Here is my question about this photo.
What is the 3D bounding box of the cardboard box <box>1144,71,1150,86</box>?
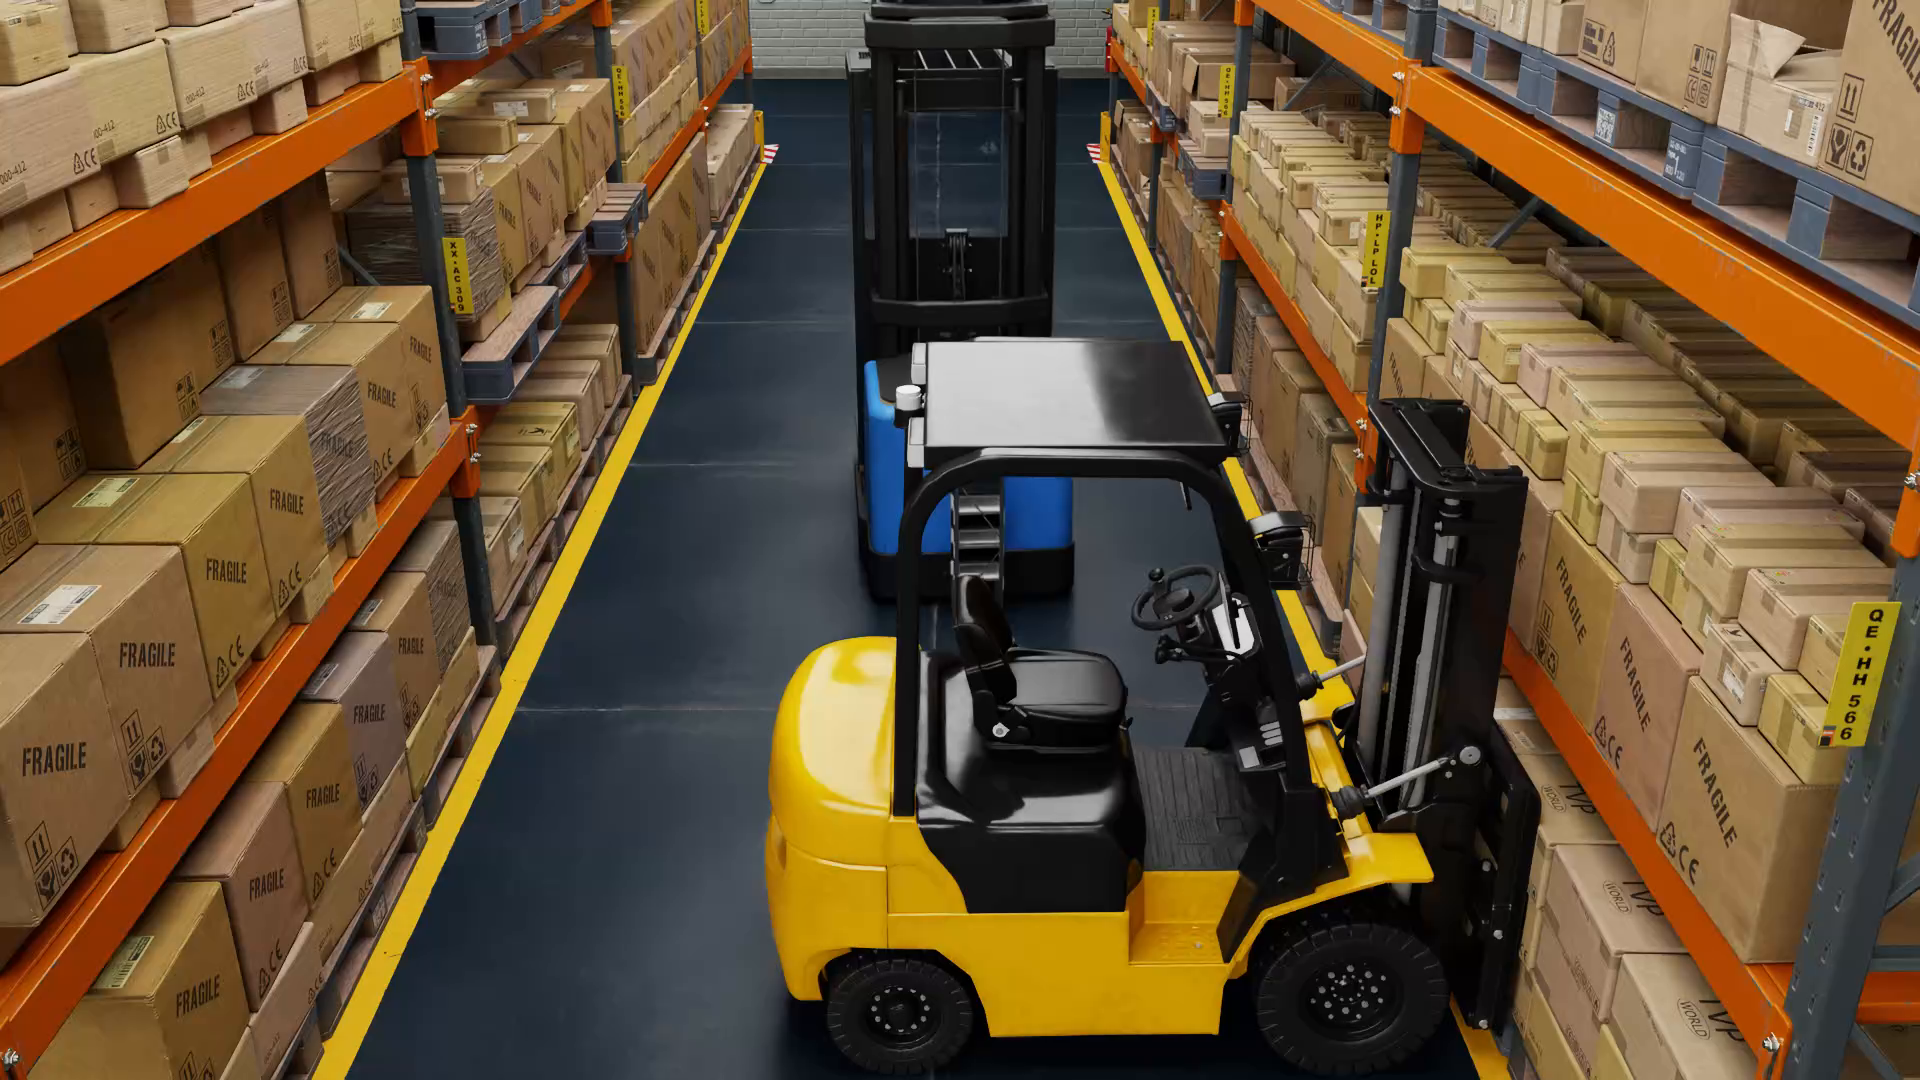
[{"bbox_3d":[1.902,-4.265,15.346,0.380,0.149,0.250,0,24,1],"label":"cardboard box"}]

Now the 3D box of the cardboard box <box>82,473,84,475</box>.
[{"bbox_3d":[-2.894,-0.092,5.330,0.500,0.500,0.500,0,24,0],"label":"cardboard box"}]

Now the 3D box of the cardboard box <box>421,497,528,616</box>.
[{"bbox_3d":[-2.675,0.075,8.124,0.950,0.372,0.625,0,24,0],"label":"cardboard box"}]

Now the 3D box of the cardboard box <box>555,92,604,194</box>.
[{"bbox_3d":[-2.411,-2.337,9.784,0.500,0.500,0.500,-1,24,-1],"label":"cardboard box"}]

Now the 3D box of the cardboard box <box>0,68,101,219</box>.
[{"bbox_3d":[-2.358,-0.917,3.818,0.500,0.250,0.500,-1,24,-1],"label":"cardboard box"}]

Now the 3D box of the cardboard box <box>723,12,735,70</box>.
[{"bbox_3d":[-2.503,-4.876,16.270,0.500,0.500,0.500,0,24,1],"label":"cardboard box"}]

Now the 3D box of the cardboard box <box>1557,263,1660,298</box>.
[{"bbox_3d":[2.564,-0.982,6.511,0.380,0.149,0.250,-1,24,-2],"label":"cardboard box"}]

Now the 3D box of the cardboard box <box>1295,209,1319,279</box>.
[{"bbox_3d":[2.023,-1.522,8.551,0.500,0.250,0.500,0,24,0],"label":"cardboard box"}]

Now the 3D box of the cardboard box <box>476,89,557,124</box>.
[{"bbox_3d":[-2.410,-2.358,9.045,0.380,0.149,0.250,-1,24,-3],"label":"cardboard box"}]

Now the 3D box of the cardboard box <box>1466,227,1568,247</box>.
[{"bbox_3d":[2.557,-1.336,7.657,0.380,0.149,0.250,-1,24,-2],"label":"cardboard box"}]

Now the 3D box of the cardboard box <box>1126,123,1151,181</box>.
[{"bbox_3d":[1.954,-3.913,16.785,0.500,0.500,0.500,0,24,0],"label":"cardboard box"}]

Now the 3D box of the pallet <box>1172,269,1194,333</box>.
[{"bbox_3d":[2.272,-1.926,13.252,1.003,0.211,1.213,0,24,-1],"label":"pallet"}]

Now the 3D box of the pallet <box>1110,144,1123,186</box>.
[{"bbox_3d":[2.176,-4.053,17.956,1.003,0.211,1.213,0,24,-1],"label":"pallet"}]

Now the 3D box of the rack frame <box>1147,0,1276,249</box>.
[{"bbox_3d":[2.209,-4.035,14.532,1.000,3.000,0.127,0,24,-1],"label":"rack frame"}]

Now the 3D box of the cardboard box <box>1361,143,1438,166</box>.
[{"bbox_3d":[2.513,-2.172,9.504,0.380,0.149,0.250,0,24,-1],"label":"cardboard box"}]

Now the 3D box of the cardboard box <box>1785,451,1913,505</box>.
[{"bbox_3d":[2.549,-0.134,4.636,0.380,0.149,0.250,0,24,1],"label":"cardboard box"}]

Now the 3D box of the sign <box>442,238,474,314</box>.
[{"bbox_3d":[-2.124,-1.115,7.025,0.100,0.325,0.005,0,24,-1],"label":"sign"}]

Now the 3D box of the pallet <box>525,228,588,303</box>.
[{"bbox_3d":[-2.648,-1.460,9.072,1.003,0.211,1.213,0,24,-1],"label":"pallet"}]

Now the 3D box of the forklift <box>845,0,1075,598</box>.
[{"bbox_3d":[-0.057,-1.613,9.260,1.130,2.935,3.031,-2,24,-4],"label":"forklift"}]

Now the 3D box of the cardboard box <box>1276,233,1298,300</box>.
[{"bbox_3d":[2.031,-1.502,9.112,0.500,0.250,0.500,1,24,1],"label":"cardboard box"}]

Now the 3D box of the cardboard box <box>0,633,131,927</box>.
[{"bbox_3d":[-2.351,0.556,3.899,0.500,0.500,0.500,-1,24,-1],"label":"cardboard box"}]

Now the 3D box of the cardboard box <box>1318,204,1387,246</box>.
[{"bbox_3d":[1.965,-1.535,8.095,0.380,0.149,0.250,-1,24,-2],"label":"cardboard box"}]

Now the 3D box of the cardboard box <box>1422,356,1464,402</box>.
[{"bbox_3d":[2.063,-0.386,6.342,0.500,0.500,0.500,0,24,0],"label":"cardboard box"}]

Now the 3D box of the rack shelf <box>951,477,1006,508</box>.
[{"bbox_3d":[0.085,-0.236,8.105,0.258,0.077,0.200,-2,24,-4],"label":"rack shelf"}]

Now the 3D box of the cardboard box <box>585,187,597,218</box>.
[{"bbox_3d":[-2.354,-1.989,9.802,0.380,0.149,0.250,-1,24,-3],"label":"cardboard box"}]

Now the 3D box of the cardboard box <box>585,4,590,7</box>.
[{"bbox_3d":[-3.000,-3.914,12.929,0.500,0.500,0.500,-1,24,-2],"label":"cardboard box"}]

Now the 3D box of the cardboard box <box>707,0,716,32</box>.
[{"bbox_3d":[-2.516,-4.918,15.149,0.500,0.500,0.500,-1,24,-1],"label":"cardboard box"}]

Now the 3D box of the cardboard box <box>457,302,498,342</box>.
[{"bbox_3d":[-2.357,-1.021,7.663,0.380,0.149,0.250,0,24,0],"label":"cardboard box"}]

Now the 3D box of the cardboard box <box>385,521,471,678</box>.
[{"bbox_3d":[-2.392,0.247,6.980,0.500,0.500,0.500,-1,24,-1],"label":"cardboard box"}]

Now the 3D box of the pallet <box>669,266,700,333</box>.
[{"bbox_3d":[-2.654,-1.919,13.238,1.003,0.211,1.213,0,24,-1],"label":"pallet"}]

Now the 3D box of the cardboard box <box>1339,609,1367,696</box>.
[{"bbox_3d":[1.971,0.523,7.280,0.500,0.250,0.500,0,24,0],"label":"cardboard box"}]

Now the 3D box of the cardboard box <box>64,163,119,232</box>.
[{"bbox_3d":[-2.397,-0.886,4.233,0.380,0.149,0.250,-1,24,-2],"label":"cardboard box"}]

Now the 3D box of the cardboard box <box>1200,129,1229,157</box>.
[{"bbox_3d":[1.862,-2.733,11.448,0.380,0.149,0.250,0,24,0],"label":"cardboard box"}]

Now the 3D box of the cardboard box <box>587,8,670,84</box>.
[{"bbox_3d":[-2.478,-3.694,12.443,0.500,0.500,0.500,0,24,0],"label":"cardboard box"}]

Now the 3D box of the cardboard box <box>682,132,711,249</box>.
[{"bbox_3d":[-2.667,-2.980,14.267,0.875,0.875,0.875,0,24,1],"label":"cardboard box"}]

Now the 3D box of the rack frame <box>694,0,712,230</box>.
[{"bbox_3d":[-2.754,-4.011,14.480,1.000,3.000,0.127,0,24,-1],"label":"rack frame"}]

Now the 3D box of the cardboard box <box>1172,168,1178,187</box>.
[{"bbox_3d":[2.028,-3.120,14.246,0.380,0.149,0.250,-1,24,-2],"label":"cardboard box"}]

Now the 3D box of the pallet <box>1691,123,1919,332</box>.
[{"bbox_3d":[2.359,-0.708,3.644,1.003,0.211,1.213,0,24,-1],"label":"pallet"}]

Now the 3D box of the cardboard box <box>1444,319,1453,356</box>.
[{"bbox_3d":[2.072,-0.733,6.323,0.380,0.149,0.250,0,24,-1],"label":"cardboard box"}]

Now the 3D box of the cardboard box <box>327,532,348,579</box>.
[{"bbox_3d":[-2.371,0.055,5.794,0.380,0.149,0.250,-1,24,-1],"label":"cardboard box"}]

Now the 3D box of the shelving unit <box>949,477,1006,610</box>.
[{"bbox_3d":[0.085,-0.020,8.203,0.258,0.900,0.210,-2,24,-4],"label":"shelving unit"}]

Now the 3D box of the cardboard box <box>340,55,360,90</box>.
[{"bbox_3d":[-2.443,-1.734,6.109,0.380,0.149,0.250,0,24,0],"label":"cardboard box"}]

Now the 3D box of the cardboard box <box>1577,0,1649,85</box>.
[{"bbox_3d":[2.213,-1.586,4.721,0.797,0.503,0.637,1,24,1],"label":"cardboard box"}]

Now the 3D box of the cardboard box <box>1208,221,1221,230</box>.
[{"bbox_3d":[2.044,-2.267,12.360,0.380,0.149,0.250,0,24,1],"label":"cardboard box"}]

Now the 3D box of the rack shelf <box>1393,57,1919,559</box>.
[{"bbox_3d":[2.319,-0.954,4.951,1.077,0.370,4.000,0,24,-1],"label":"rack shelf"}]

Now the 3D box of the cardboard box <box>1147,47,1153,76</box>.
[{"bbox_3d":[1.960,-4.311,14.963,0.500,0.250,0.500,0,24,1],"label":"cardboard box"}]

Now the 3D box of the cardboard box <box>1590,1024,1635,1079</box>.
[{"bbox_3d":[2.023,1.544,4.417,0.500,0.250,0.500,-1,24,-1],"label":"cardboard box"}]

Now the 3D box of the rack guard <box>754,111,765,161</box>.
[{"bbox_3d":[-2.798,-4.531,18.661,1.175,0.500,0.348,0,24,-1],"label":"rack guard"}]

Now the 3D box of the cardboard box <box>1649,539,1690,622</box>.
[{"bbox_3d":[2.091,0.112,4.453,0.380,0.149,0.250,0,24,-1],"label":"cardboard box"}]

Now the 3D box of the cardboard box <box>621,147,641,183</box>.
[{"bbox_3d":[-2.464,-2.498,11.314,0.500,0.250,0.500,-1,24,-1],"label":"cardboard box"}]

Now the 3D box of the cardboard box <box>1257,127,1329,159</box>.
[{"bbox_3d":[1.995,-2.380,9.963,0.380,0.149,0.250,0,24,1],"label":"cardboard box"}]

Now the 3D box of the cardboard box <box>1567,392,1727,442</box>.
[{"bbox_3d":[2.103,-0.346,5.105,0.380,0.149,0.250,0,24,0],"label":"cardboard box"}]

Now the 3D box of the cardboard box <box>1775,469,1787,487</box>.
[{"bbox_3d":[2.653,-0.103,4.929,0.380,0.149,0.250,1,24,1],"label":"cardboard box"}]

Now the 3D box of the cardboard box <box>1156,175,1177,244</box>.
[{"bbox_3d":[1.990,-2.887,14.518,0.500,0.500,0.500,1,24,2],"label":"cardboard box"}]
